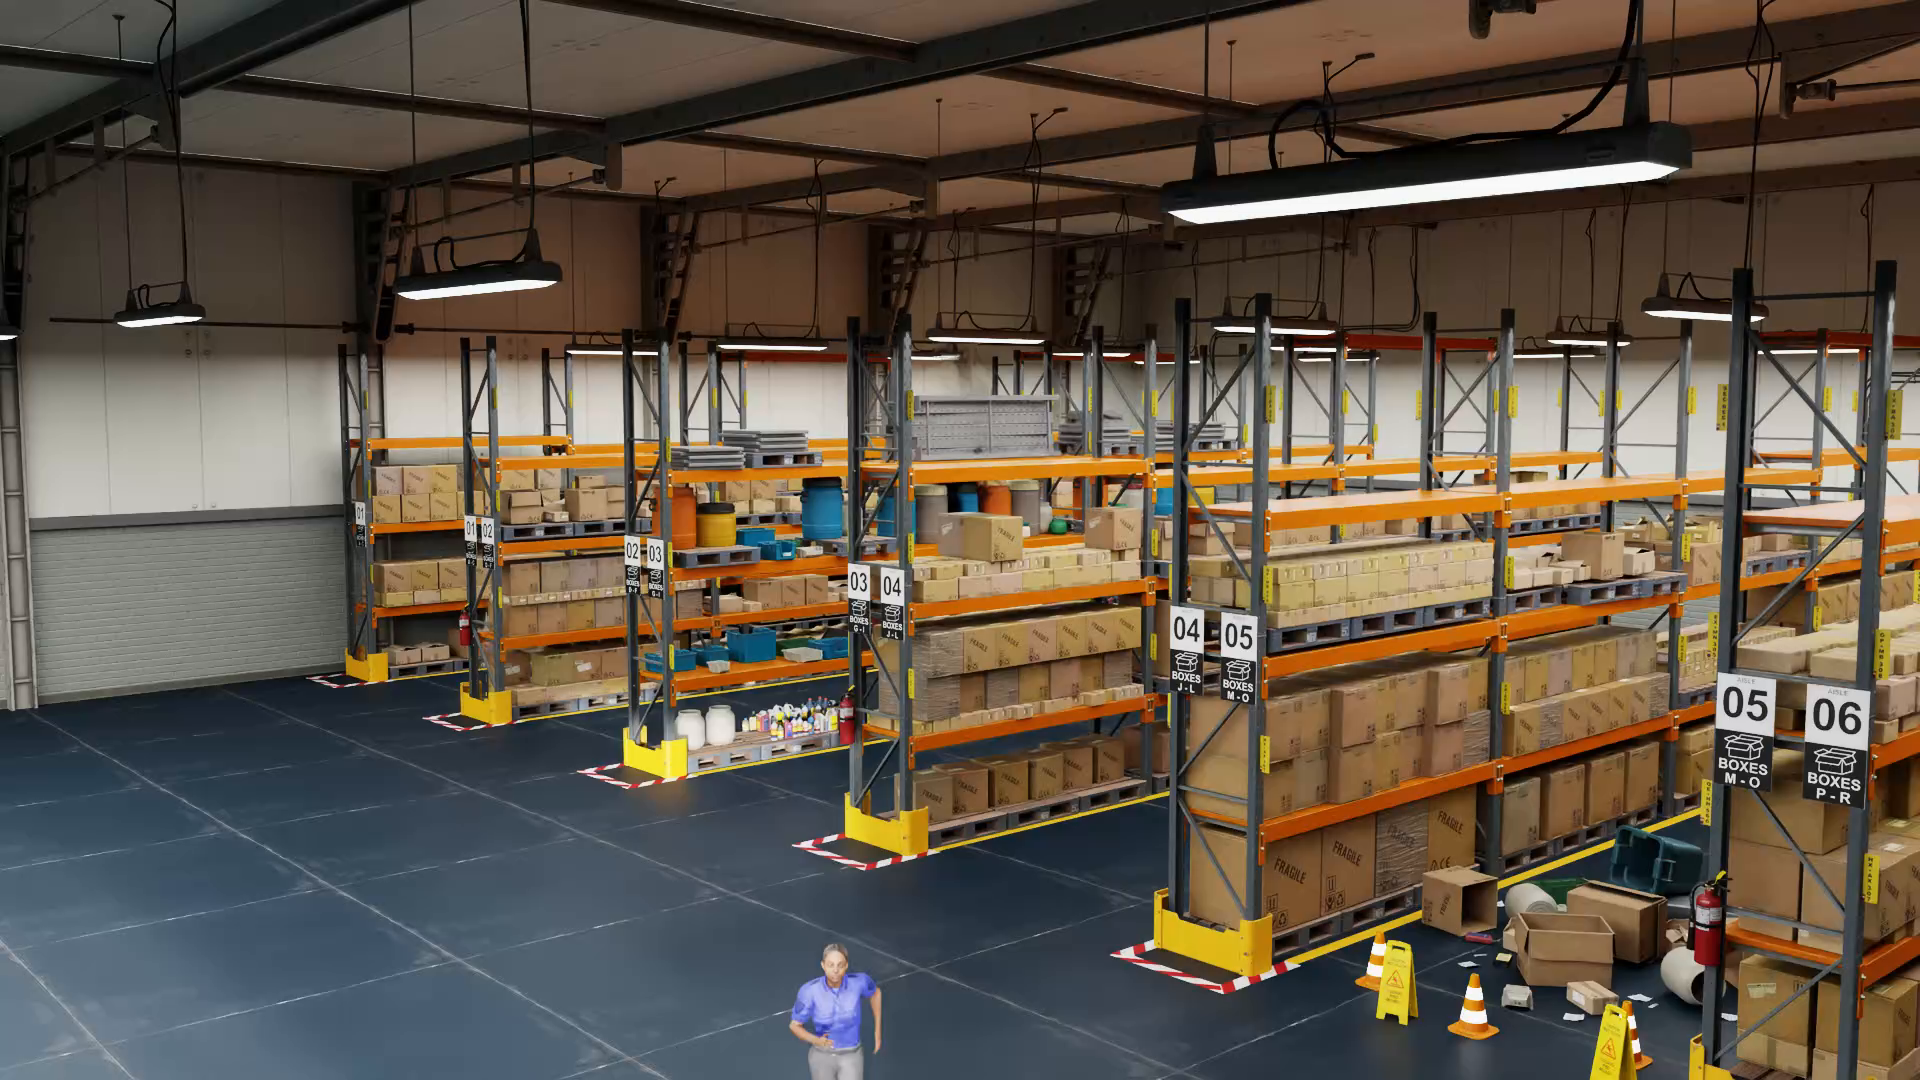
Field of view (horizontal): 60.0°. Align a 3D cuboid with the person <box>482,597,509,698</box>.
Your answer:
[{"bbox_3d":[-7.775,1.812,28.068,0.719,1.740,0.687,-5,7,-43],"label":"person"}]

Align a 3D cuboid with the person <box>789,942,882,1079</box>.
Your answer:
[{"bbox_3d":[-0.796,3.398,10.731,0.600,1.680,0.893,-1,5,-6],"label":"person"}]
